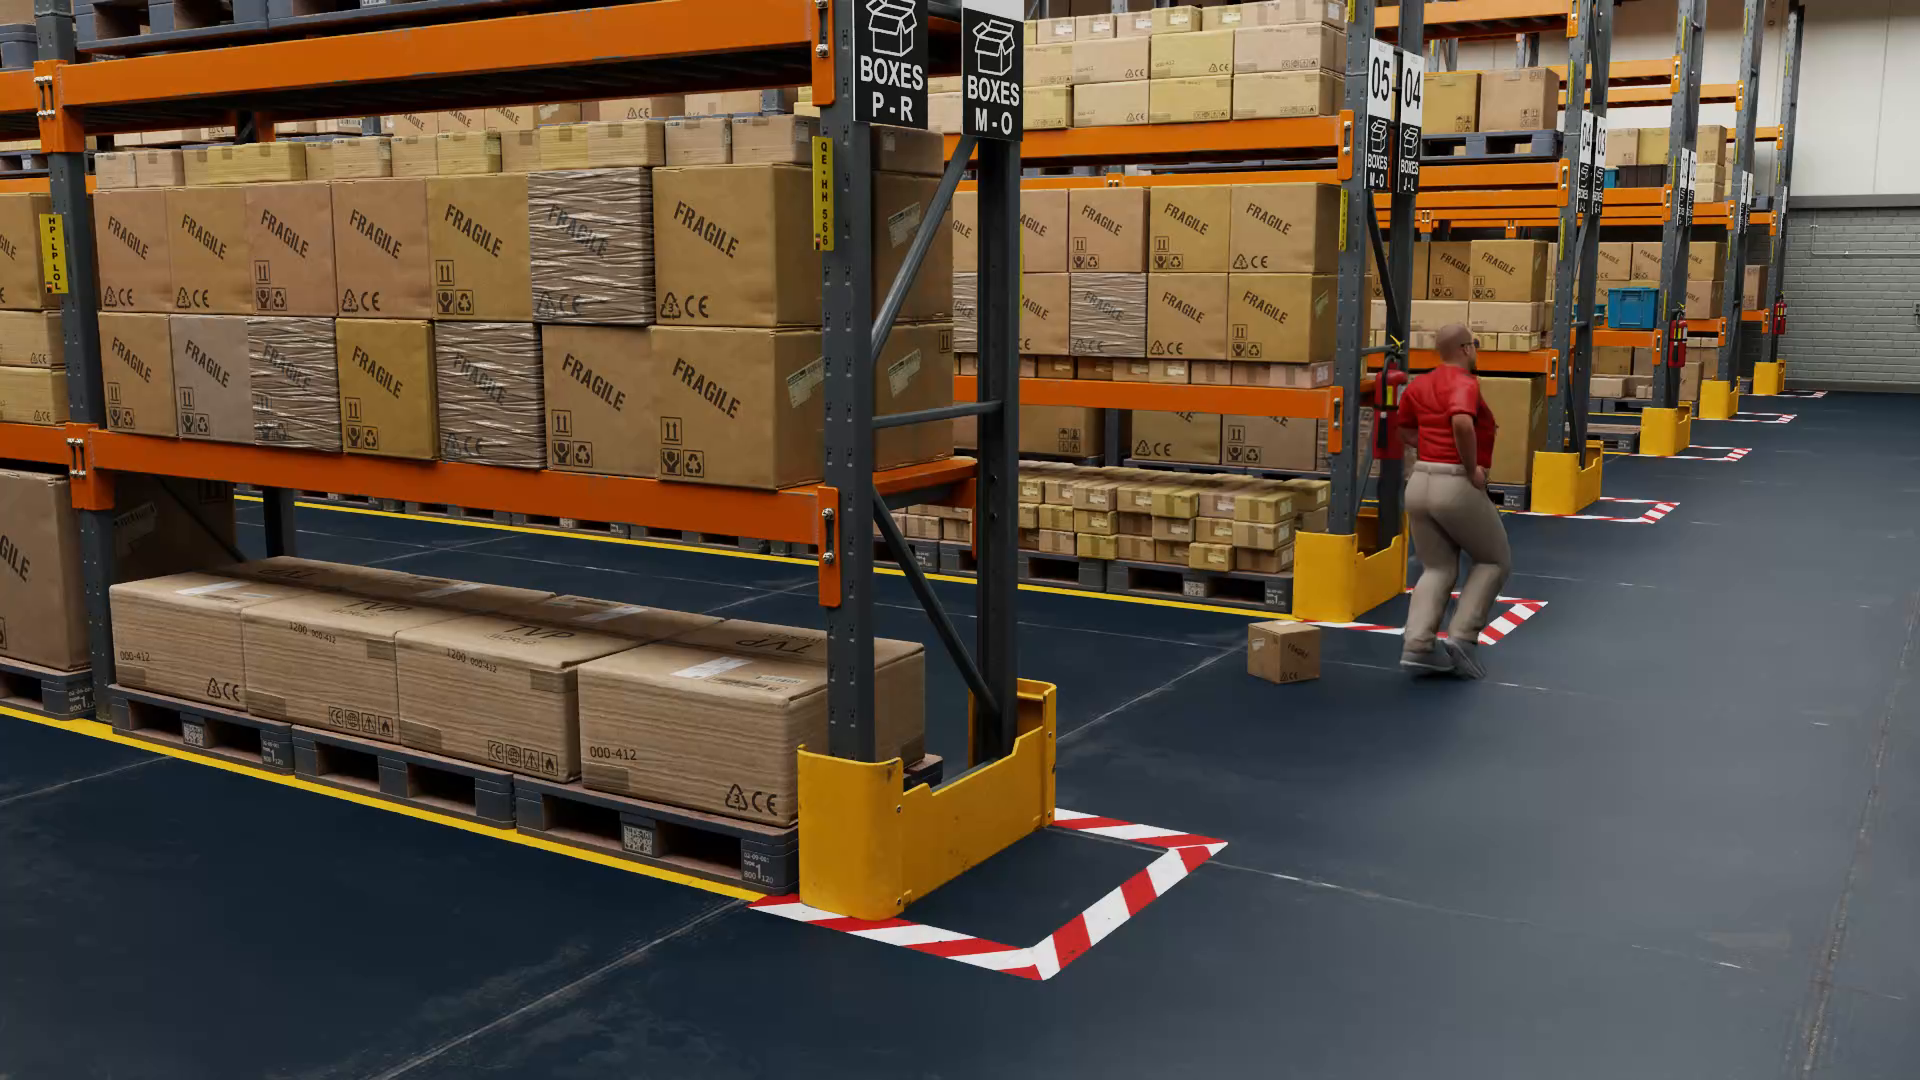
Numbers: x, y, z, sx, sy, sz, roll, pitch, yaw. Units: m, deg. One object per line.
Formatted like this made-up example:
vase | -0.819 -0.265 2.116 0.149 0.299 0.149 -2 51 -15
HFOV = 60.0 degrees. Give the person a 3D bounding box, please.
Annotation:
person | 2.432 -0.171 8.163 0.651 1.772 0.660 -5 10 -26
